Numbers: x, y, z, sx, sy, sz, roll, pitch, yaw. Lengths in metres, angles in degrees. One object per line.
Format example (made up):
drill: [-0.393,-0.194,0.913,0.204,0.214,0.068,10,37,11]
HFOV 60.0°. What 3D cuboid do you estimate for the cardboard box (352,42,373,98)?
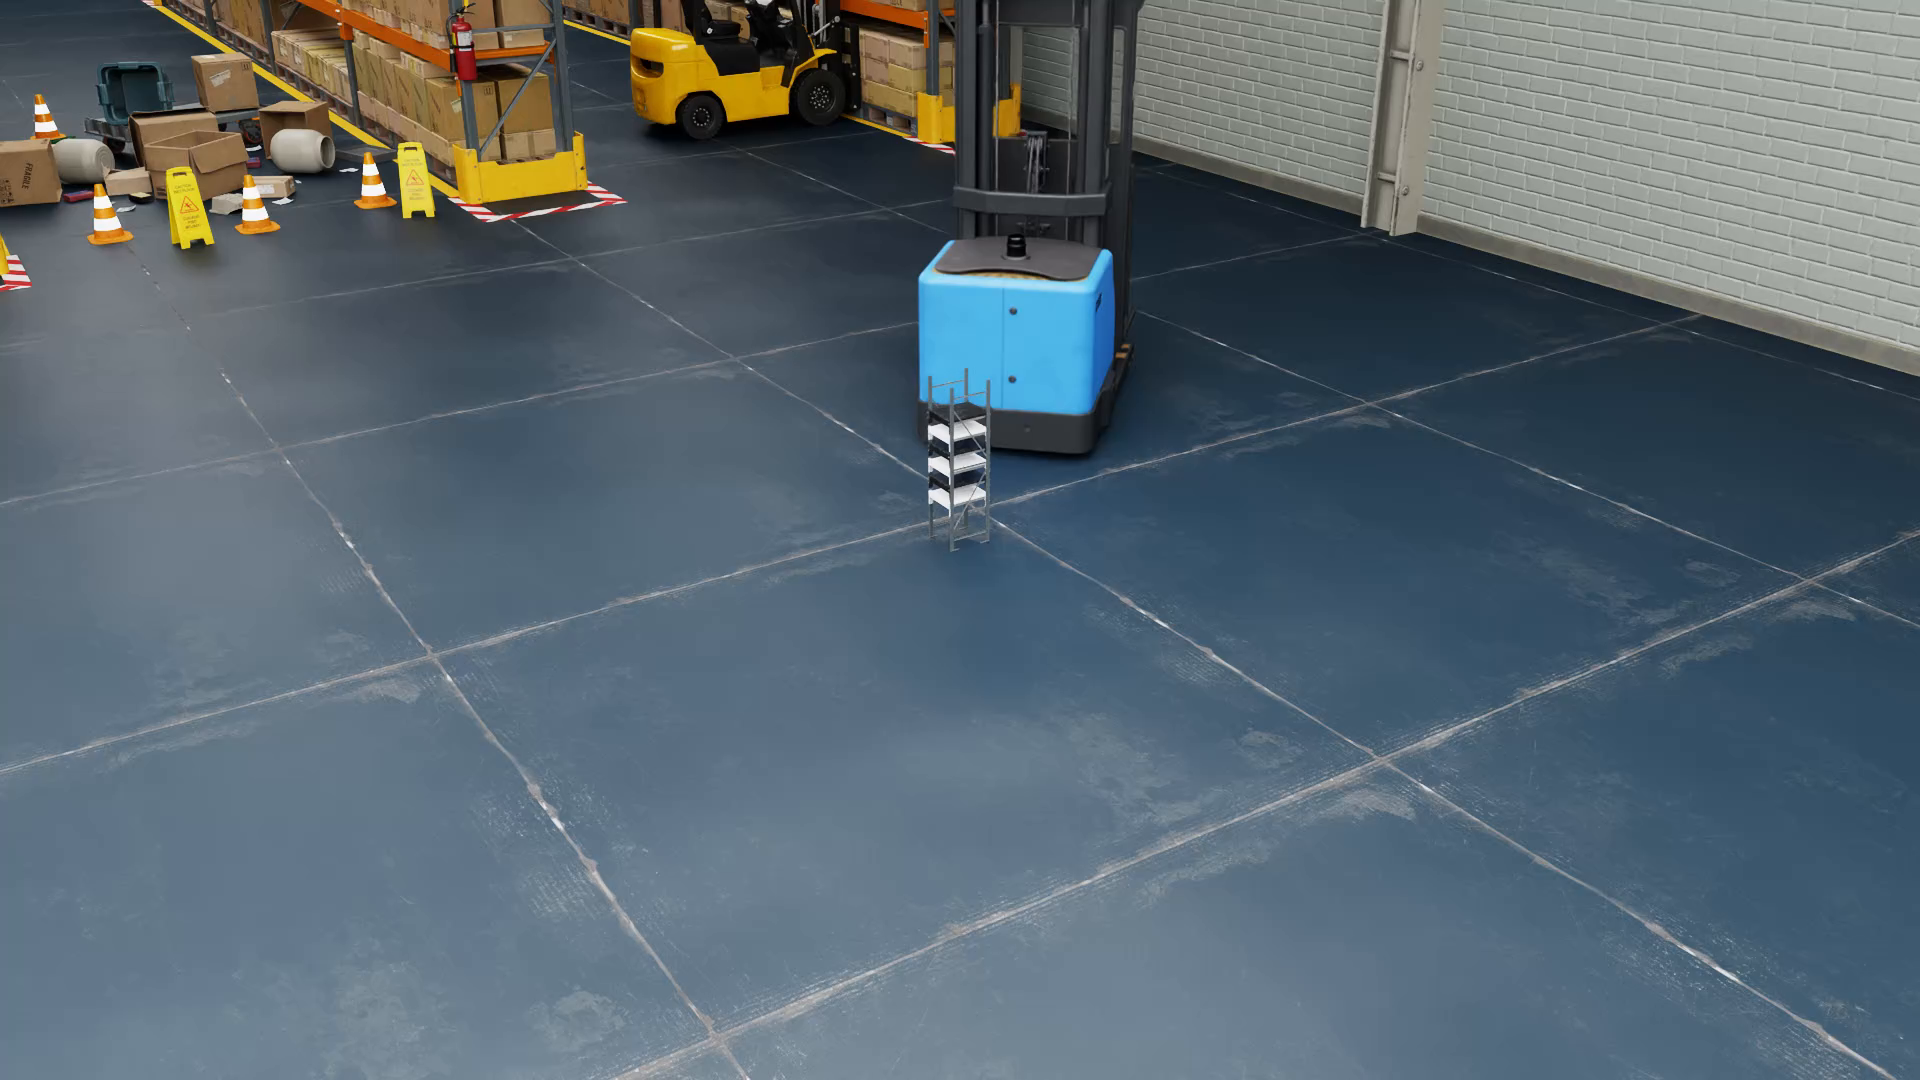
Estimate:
cardboard box: [-6.152,-5.043,17.769,0.500,0.500,0.500,-14,29,-27]

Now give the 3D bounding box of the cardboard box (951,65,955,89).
cardboard box: [0.009,-5.148,18.284,0.500,0.250,0.500,-15,29,-29]

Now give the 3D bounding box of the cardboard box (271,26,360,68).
cardboard box: [-8.132,-6.259,21.081,0.950,0.372,0.625,-18,31,-33]

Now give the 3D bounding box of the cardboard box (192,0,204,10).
cardboard box: [-11.358,-8.494,25.738,0.875,0.438,0.875,-17,30,-31]

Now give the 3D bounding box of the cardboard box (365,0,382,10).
cardboard box: [-5.685,-5.632,16.701,0.500,0.500,0.500,-16,30,-30]

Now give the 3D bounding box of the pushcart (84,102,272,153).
pushcart: [-8.131,-4.296,17.409,0.936,0.377,1.648,18,31,33]

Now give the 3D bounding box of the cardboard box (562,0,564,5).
cardboard box: [-6.084,-8.697,26.095,0.500,0.500,0.500,-16,30,-30]

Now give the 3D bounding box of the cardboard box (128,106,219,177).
cardboard box: [-7.662,-3.904,16.271,0.797,0.637,0.503,-16,29,-30]

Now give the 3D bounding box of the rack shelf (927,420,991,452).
rack shelf: [-0.004,-0.542,8.501,0.258,0.077,0.200,-16,29,-30]

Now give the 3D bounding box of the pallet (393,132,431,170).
pallet: [-5.182,-4.102,17.191,1.003,0.211,1.213,-16,29,-30]

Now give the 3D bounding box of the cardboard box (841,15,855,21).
cardboard box: [-1.538,-5.981,19.464,0.500,0.250,0.500,-14,29,-28]

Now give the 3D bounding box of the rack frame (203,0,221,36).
rack frame: [-10.616,-8.893,24.074,1.000,3.000,0.127,-16,29,-30]

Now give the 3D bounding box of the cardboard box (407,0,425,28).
cardboard box: [-4.861,-5.090,15.554,0.500,0.500,0.500,-15,29,-29]

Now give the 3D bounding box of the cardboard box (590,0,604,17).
cardboard box: [-5.238,-8.149,24.934,0.500,0.500,0.500,-14,29,-27]

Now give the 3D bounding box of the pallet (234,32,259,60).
pallet: [-9.461,-6.937,23.196,1.003,0.211,1.213,-16,29,-30]

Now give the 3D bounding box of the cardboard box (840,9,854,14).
cardboard box: [-1.372,-6.279,20.096,0.500,0.250,0.500,-16,30,-30]

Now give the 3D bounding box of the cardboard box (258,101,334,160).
cardboard box: [-6.803,-4.202,17.062,0.500,0.500,0.500,3,25,6]

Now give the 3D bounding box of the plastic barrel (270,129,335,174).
plastic barrel: [-6.461,-3.822,16.349,0.512,0.421,0.421,3,25,6]

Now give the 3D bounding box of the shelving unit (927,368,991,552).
shelving unit: [-0.004,-0.410,8.564,0.258,0.900,0.210,-16,29,-30]

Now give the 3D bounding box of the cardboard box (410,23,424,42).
cardboard box: [-4.967,-4.817,15.735,0.380,0.149,0.250,-15,29,-29]

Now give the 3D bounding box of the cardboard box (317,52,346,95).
cardboard box: [-6.932,-5.476,19.423,0.950,0.372,0.625,-14,28,-26]

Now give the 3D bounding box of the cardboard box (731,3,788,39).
cardboard box: [-2.386,-6.489,21.273,0.875,0.625,0.625,-14,29,-27]

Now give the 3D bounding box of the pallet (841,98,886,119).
pallet: [-1.022,-5.197,19.512,1.003,0.211,1.213,-16,29,-30]

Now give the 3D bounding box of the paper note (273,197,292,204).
paper note: [-6.249,-3.132,15.349,0.142,0.019,0.148,18,31,33]

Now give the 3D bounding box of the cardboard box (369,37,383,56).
cardboard box: [-5.852,-5.094,17.118,0.380,0.149,0.250,-14,29,-28]

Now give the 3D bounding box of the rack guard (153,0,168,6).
rack guard: [-12.812,-9.202,27.656,1.175,0.500,0.348,-16,29,-30]

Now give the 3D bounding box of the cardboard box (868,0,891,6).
cardboard box: [-0.672,-6.106,18.055,0.500,0.500,0.500,-15,29,-28]

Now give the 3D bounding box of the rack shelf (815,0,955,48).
rack shelf: [-1.000,-6.149,19.104,1.077,0.370,4.000,-16,29,-30]

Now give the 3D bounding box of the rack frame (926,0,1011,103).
rack frame: [0.092,-5.759,17.435,1.000,3.000,0.127,-16,29,-30]

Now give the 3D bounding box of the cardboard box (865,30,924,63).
cardboard box: [-0.704,-5.431,18.298,0.500,0.250,0.500,-15,29,-29]

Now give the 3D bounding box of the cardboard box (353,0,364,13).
cardboard box: [-6.164,-5.652,17.503,0.380,0.149,0.250,-15,29,-28]

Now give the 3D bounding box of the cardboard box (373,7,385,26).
cardboard box: [-5.655,-5.271,16.695,0.380,0.149,0.250,-15,29,-29]

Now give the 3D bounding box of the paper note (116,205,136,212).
paper note: [-7.568,-3.009,15.090,0.144,0.017,0.142,-6,26,-12]

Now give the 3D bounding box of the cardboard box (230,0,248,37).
cardboard box: [-9.710,-7.597,23.327,0.875,0.875,0.875,-15,29,-28]

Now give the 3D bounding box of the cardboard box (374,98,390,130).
cardboard box: [-5.852,-4.516,17.531,0.500,0.250,0.500,-14,29,-27]

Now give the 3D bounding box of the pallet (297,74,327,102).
pallet: [-7.345,-5.485,20.122,1.003,0.211,1.213,-16,29,-30]

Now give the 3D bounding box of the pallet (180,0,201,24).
pallet: [-11.635,-8.359,26.209,1.003,0.211,1.213,-16,29,-30]

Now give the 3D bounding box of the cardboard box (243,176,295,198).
cardboard box: [-6.472,-3.309,15.586,0.380,0.149,0.250,-1,25,-3]

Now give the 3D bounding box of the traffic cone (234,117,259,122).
traffic cone: [-8.098,-5.001,18.802,0.336,0.463,0.334,-16,29,-30]

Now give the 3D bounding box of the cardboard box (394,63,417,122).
cardboard box: [-5.278,-4.480,16.577,0.500,0.500,0.500,-16,30,-31]

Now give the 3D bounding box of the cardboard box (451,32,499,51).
cardboard box: [-4.448,-4.571,15.213,0.380,0.149,0.250,-14,29,-28]

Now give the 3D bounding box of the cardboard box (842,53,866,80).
cardboard box: [-1.000,-5.394,18.806,0.500,0.250,0.500,-16,30,-31]

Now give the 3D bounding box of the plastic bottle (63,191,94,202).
plastic bottle: [-8.165,-3.200,15.458,0.133,0.061,0.283,18,31,33]

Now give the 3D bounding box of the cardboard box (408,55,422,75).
cardboard box: [-5.112,-4.612,16.096,0.380,0.149,0.250,-15,29,-29]

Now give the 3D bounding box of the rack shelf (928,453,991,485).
rack shelf: [-0.004,-0.380,8.578,0.258,0.077,0.200,-16,29,-30]

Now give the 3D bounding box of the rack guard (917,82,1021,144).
rack guard: [0.105,-4.620,17.950,1.175,0.500,0.348,-16,29,-30]

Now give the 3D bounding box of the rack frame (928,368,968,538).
rack frame: [-0.060,-0.446,8.641,0.240,0.900,0.006,-16,29,-30]

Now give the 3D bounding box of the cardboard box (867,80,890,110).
cardboard box: [-0.693,-4.980,18.514,0.500,0.250,0.500,-16,29,-30]

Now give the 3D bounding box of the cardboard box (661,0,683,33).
cardboard box: [-3.583,-7.278,22.943,0.875,0.625,0.625,-14,29,-28]

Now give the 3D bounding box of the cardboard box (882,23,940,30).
cardboard box: [-0.552,-5.733,18.937,0.500,0.250,0.500,-16,30,-30]

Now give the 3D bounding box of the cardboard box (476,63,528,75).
cardboard box: [-4.576,-4.434,16.478,0.500,0.500,0.500,-17,30,-31]

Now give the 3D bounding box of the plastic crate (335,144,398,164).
plastic crate: [-6.078,-3.958,17.041,0.583,0.080,0.402,18,31,33]

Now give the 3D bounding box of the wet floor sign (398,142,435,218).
wet floor sign: [-4.858,-3.219,14.812,0.267,0.644,0.232,-6,26,-12]

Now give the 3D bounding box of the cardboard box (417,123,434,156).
cardboard box: [-5.008,-3.961,16.355,0.500,0.250,0.500,-15,29,-29]

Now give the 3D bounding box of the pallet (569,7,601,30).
pallet: [-5.313,-8.071,25.599,1.003,0.211,1.213,-16,29,-30]

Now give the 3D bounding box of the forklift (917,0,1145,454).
forklift: [0.562,-2.430,10.464,1.130,2.935,3.031,5,26,11]
